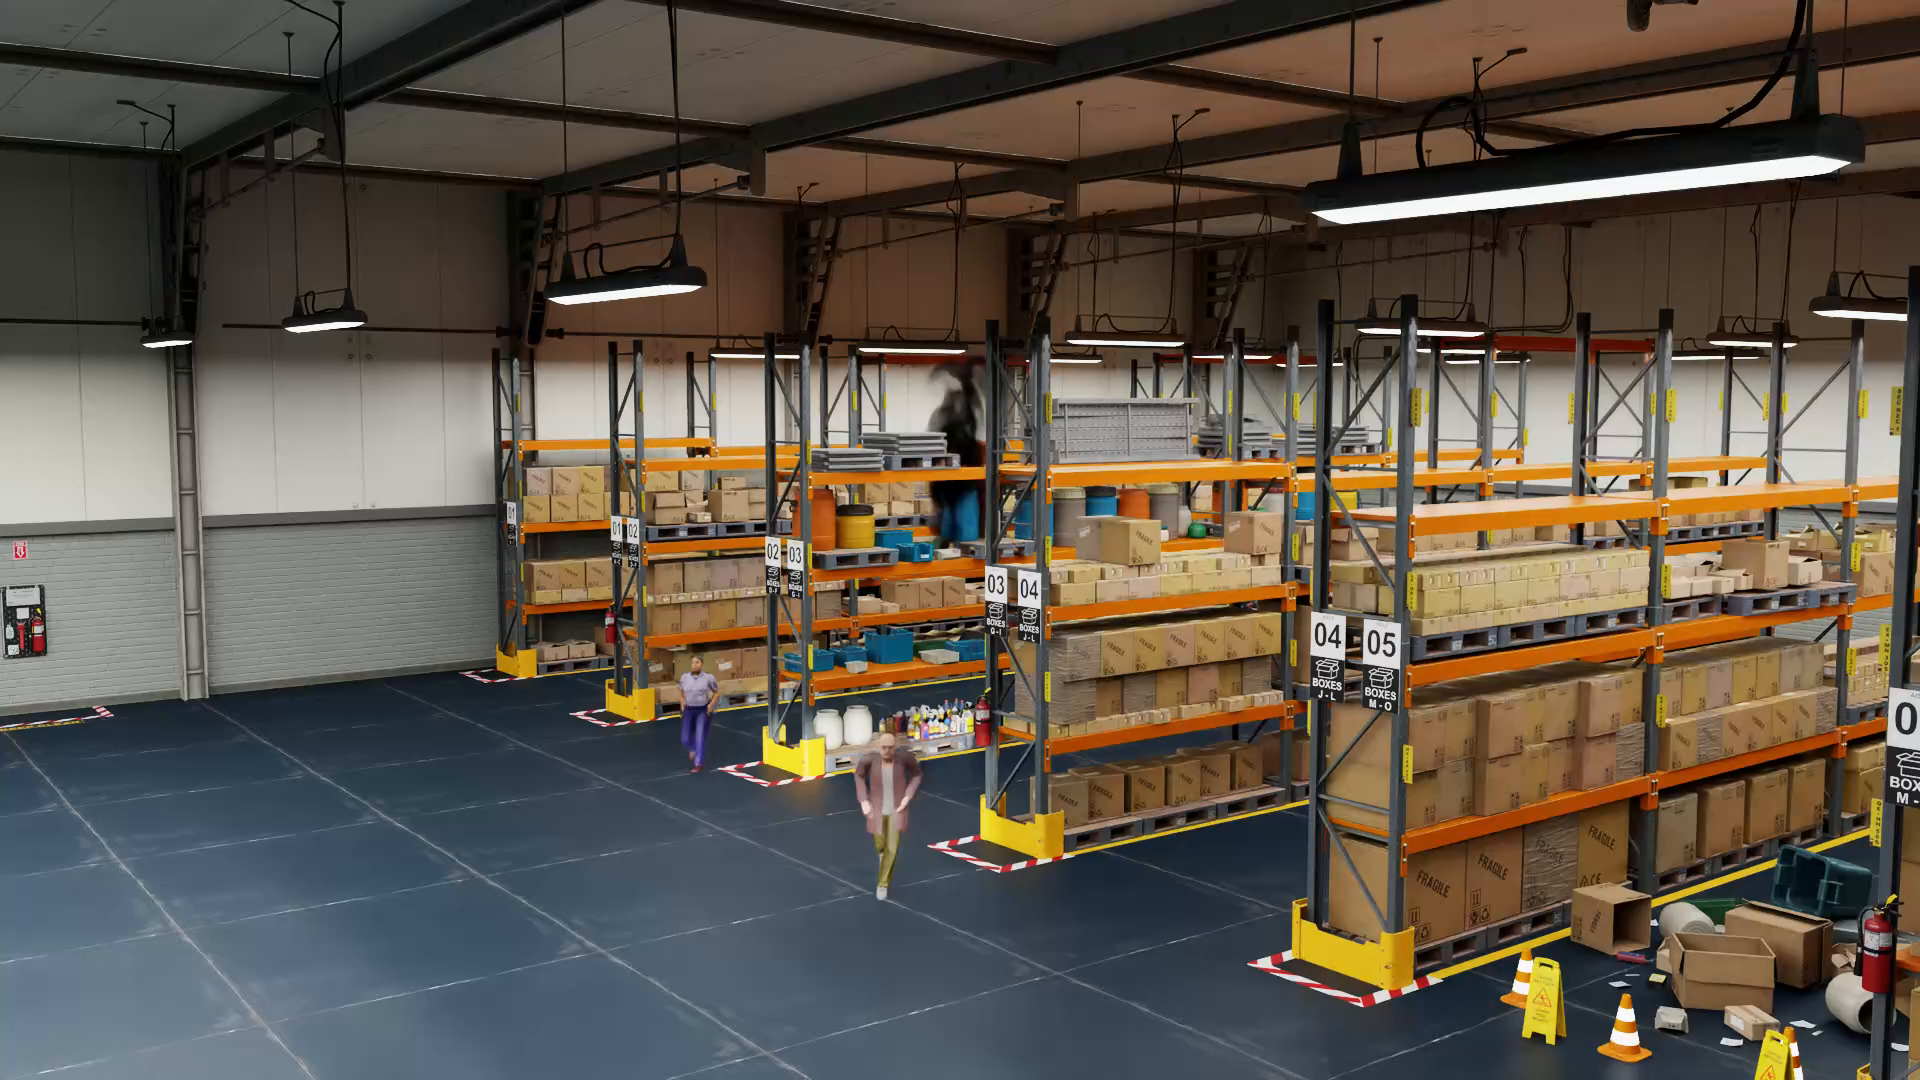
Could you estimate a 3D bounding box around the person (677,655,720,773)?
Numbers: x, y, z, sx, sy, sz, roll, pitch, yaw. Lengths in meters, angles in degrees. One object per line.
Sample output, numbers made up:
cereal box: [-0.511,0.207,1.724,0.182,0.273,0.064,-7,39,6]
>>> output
person: [-3.587,2.367,22.795,0.595,1.601,0.561,0,5,3]

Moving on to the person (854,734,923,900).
person: [-0.750,2.812,17.362,0.713,1.728,0.899,0,5,-5]
